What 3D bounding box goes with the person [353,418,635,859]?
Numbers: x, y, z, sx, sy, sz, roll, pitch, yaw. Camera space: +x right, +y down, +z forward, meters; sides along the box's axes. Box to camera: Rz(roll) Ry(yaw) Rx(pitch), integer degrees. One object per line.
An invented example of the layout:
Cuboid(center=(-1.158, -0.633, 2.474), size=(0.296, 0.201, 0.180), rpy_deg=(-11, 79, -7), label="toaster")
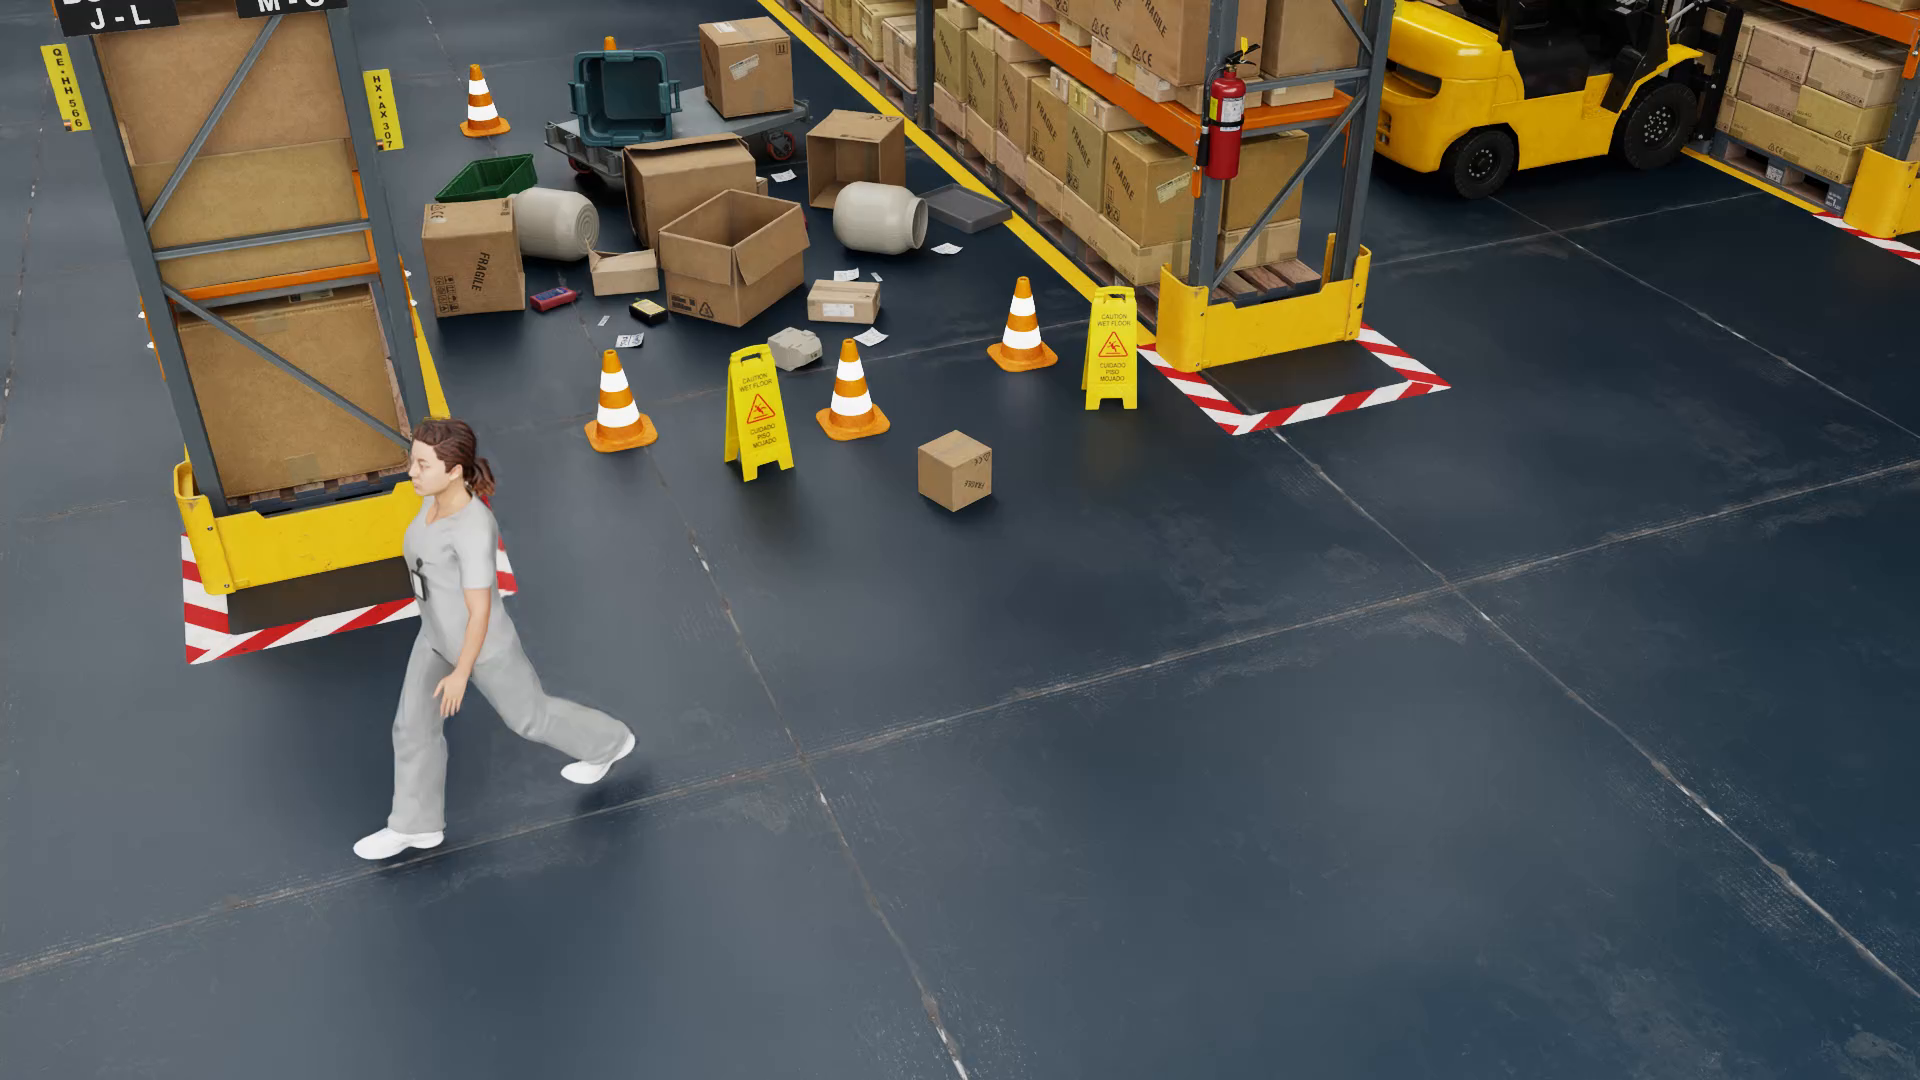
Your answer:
Cuboid(center=(-1.663, 0.343, 5.651), size=(1.040, 1.598, 0.454), rpy_deg=(-26, 41, -33), label="person")
